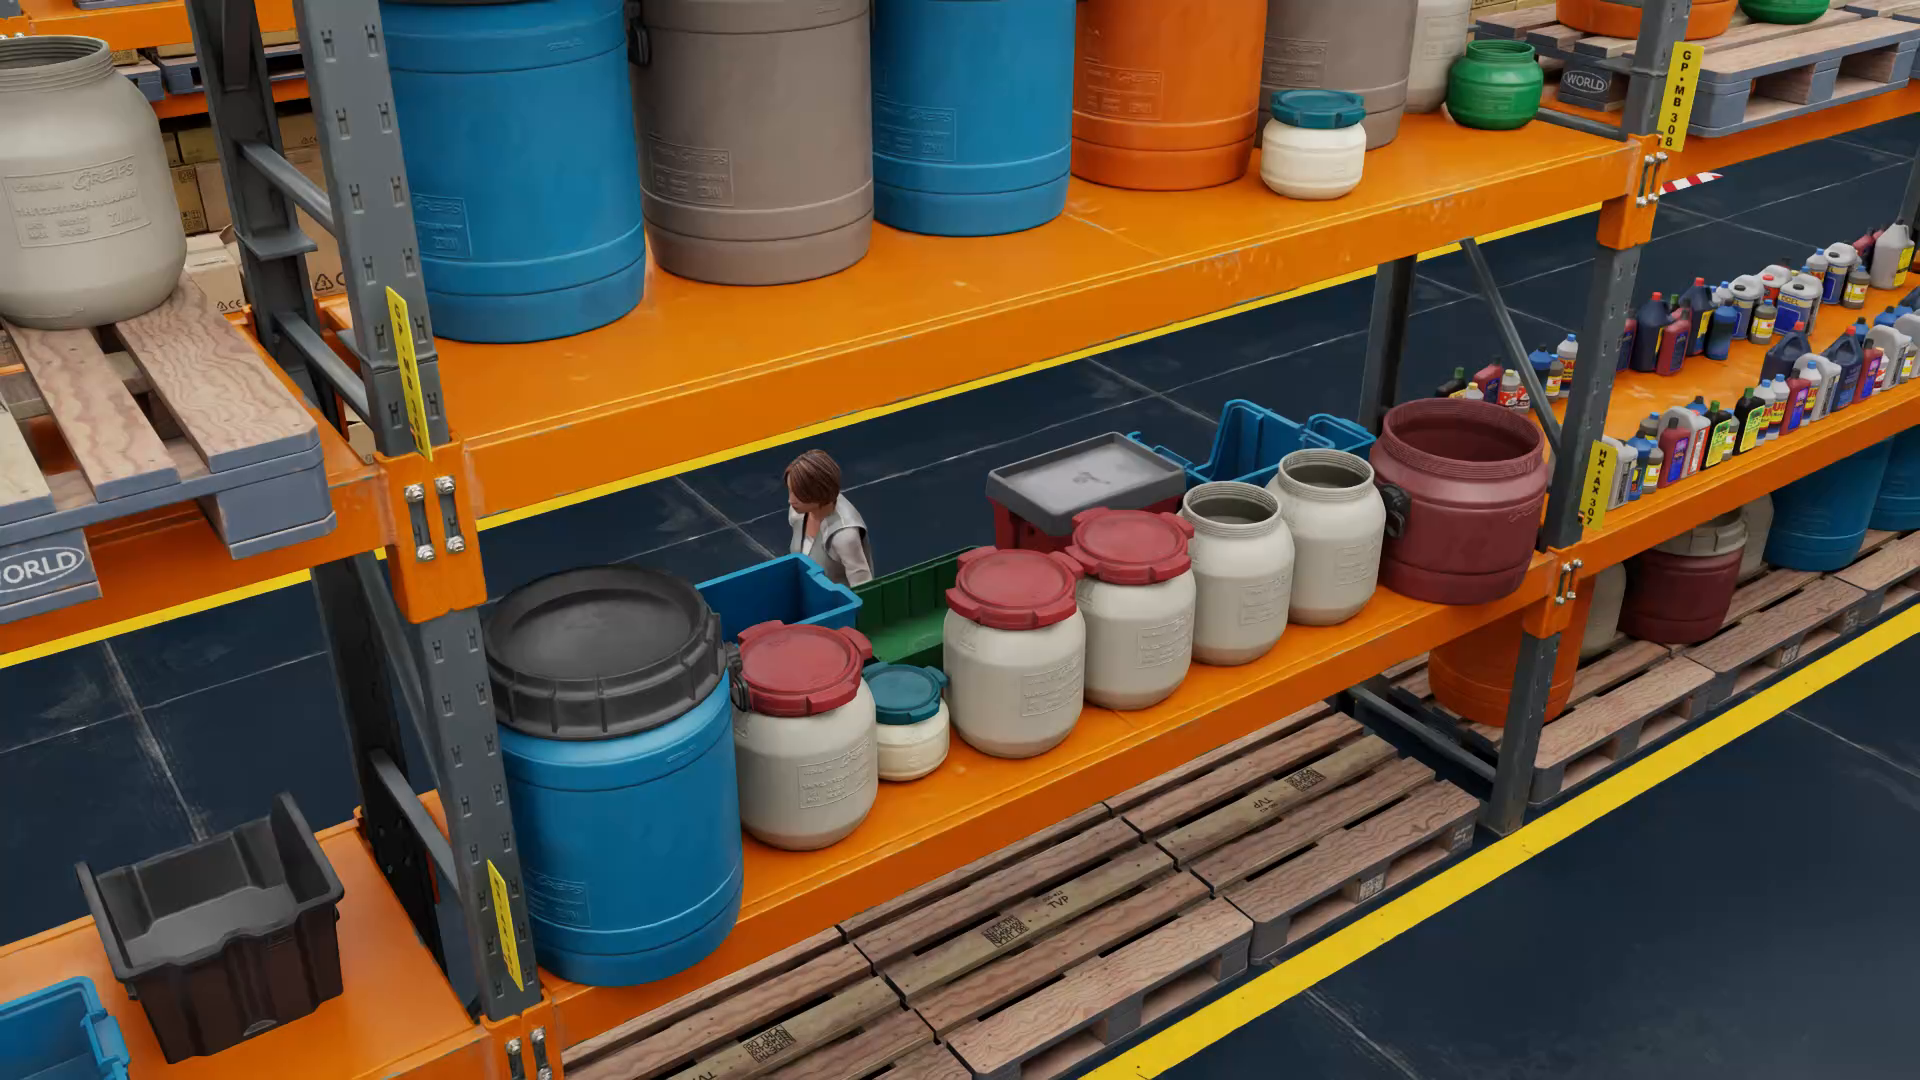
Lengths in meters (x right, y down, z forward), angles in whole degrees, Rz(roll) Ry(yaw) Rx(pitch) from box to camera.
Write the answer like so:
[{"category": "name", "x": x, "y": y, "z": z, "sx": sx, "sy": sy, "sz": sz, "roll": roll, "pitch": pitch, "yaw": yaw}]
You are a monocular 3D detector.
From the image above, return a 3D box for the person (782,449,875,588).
[{"category": "person", "x": -0.513, "y": 0.349, "z": 6.509, "sx": 0.349, "sy": 1.591, "sz": 0.480, "roll": -21, "pitch": 35, "yaw": -33}]
